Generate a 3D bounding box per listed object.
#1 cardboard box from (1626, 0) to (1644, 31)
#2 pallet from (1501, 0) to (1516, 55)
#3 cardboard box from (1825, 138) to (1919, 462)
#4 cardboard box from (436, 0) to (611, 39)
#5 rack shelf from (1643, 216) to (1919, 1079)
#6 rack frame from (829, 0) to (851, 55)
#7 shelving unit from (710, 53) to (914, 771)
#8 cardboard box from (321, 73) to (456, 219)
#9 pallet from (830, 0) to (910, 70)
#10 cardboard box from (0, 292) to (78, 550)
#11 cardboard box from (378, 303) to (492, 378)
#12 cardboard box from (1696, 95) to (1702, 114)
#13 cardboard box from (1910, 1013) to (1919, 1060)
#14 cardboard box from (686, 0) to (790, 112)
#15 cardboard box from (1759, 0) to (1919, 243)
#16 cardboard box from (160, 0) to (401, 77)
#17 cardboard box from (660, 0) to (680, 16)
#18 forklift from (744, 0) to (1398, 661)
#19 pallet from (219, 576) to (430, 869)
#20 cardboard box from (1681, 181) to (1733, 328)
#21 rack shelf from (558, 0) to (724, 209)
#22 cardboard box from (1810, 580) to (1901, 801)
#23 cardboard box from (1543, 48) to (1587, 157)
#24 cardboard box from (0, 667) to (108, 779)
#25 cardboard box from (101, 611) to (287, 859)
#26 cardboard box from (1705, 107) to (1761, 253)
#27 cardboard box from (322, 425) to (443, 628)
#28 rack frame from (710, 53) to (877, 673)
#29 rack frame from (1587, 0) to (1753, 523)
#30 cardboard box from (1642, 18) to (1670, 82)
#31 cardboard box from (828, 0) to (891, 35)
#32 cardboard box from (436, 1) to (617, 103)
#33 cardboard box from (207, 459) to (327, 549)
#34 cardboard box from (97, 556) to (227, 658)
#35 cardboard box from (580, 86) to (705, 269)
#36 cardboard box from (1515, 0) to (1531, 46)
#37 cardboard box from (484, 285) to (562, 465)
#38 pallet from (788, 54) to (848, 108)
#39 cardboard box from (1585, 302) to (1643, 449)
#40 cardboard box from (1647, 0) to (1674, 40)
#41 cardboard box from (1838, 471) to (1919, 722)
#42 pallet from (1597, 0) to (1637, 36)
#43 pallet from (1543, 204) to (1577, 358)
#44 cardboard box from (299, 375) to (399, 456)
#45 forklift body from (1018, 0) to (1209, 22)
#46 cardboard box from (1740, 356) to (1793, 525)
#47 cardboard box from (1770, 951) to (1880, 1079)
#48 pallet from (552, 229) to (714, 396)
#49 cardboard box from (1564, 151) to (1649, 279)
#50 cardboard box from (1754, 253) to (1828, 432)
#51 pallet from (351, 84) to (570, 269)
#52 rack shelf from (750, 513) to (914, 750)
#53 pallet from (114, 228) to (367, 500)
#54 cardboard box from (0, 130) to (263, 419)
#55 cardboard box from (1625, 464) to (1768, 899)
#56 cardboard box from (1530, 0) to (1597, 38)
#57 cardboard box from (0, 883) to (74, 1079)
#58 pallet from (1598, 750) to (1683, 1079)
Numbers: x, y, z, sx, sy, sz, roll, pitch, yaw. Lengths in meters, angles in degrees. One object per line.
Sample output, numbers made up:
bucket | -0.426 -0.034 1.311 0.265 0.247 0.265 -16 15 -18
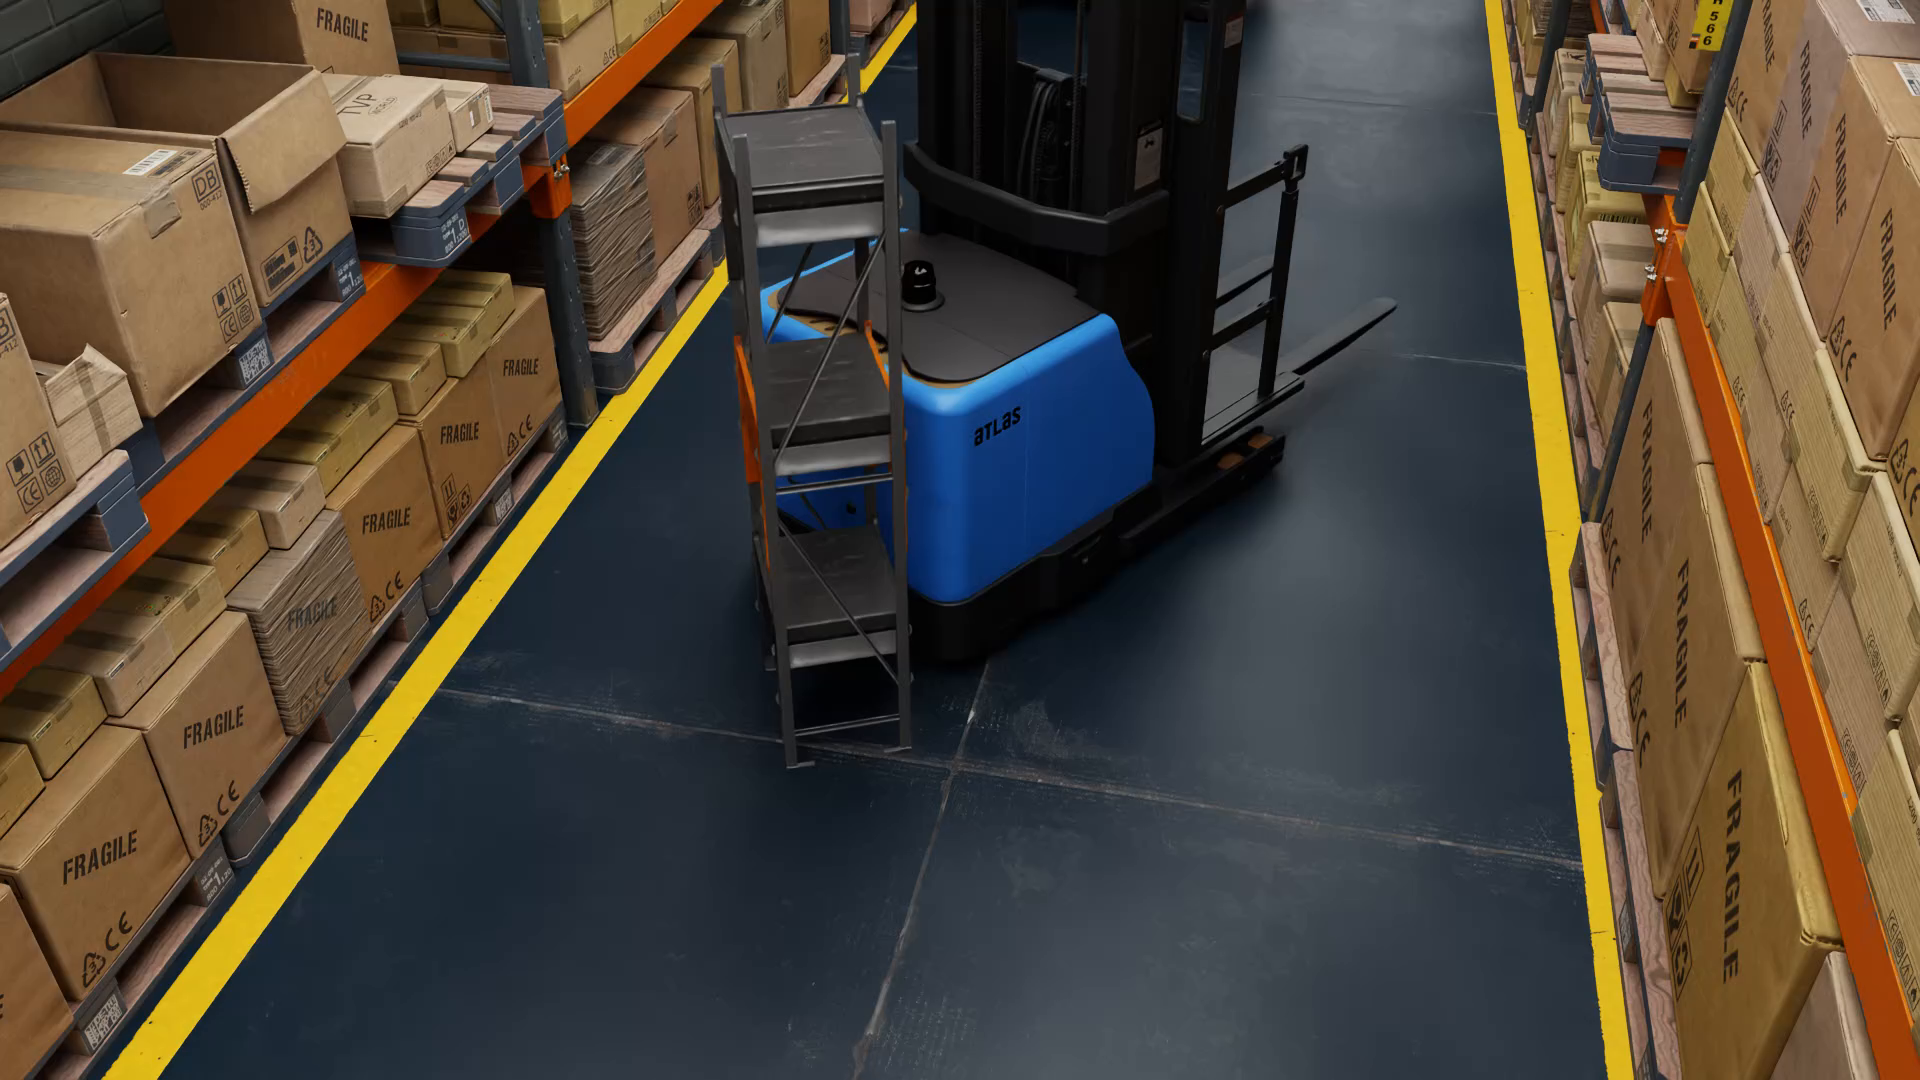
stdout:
cardboard box | 2.781 -2.050 6.379 0.380 0.149 0.250 8 37 11
pallet | 4.059 -3.404 10.767 1.003 0.211 1.213 7 37 10
cardboard box | 2.160 -0.473 3.409 0.500 0.500 0.500 8 37 11
cardboard box | -1.655 -2.131 6.336 0.500 0.250 0.500 7 37 10
rack shelf | 2.410 0.289 3.908 1.077 0.370 4.000 7 37 10
rack frame | -1.158 -4.062 9.299 1.000 3.000 0.127 7 37 10
shelving unit | -0.409 -0.293 4.864 0.431 2.100 0.503 -8 37 -11
cardboard box | -1.922 -1.233 5.165 0.500 0.250 0.500 6 36 8
pallet | -0.948 -3.384 10.739 1.003 0.211 1.213 7 37 10
cardboard box | -2.435 -0.232 3.571 0.700 0.500 0.500 8 37 10
cardboard box | -1.899 -0.714 5.899 0.380 0.149 0.250 6 36 8
cardboard box | 2.677 -1.435 5.529 0.380 0.149 0.250 9 37 12
cardboard box | 1.832 0.916 2.557 0.500 0.250 0.500 6 36 9
cardboard box | -1.432 -2.526 8.845 0.875 0.625 0.625 7 37 9
cardboard box | 2.396 -1.056 4.214 0.500 0.500 0.500 7 37 10
cardboard box | -2.275 -1.704 5.602 0.500 0.500 0.500 9 37 12
cardboard box | -1.464 -2.516 7.293 0.500 0.250 0.500 6 36 8
forklift | 0.640 -1.549 5.889 1.130 2.935 3.031 29 45 34
pallet | -2.472 0.481 5.407 1.003 0.211 1.213 7 37 10
cardboard box | 2.487 -0.839 4.979 0.500 0.250 0.500 7 36 9
rack shelf | -1.586 -2.624 7.928 1.077 0.370 4.000 7 37 10
cardboard box | 2.069 0.338 3.356 0.500 0.250 0.500 6 36 9
cardboard box | 3.582 -2.247 8.676 0.950 0.372 0.625 8 37 11
cardboard box | -2.458 0.456 4.285 0.380 0.149 0.250 7 36 9
cardboard box | -2.329 0.525 4.741 0.500 0.500 0.500 6 36 9
cardboard box | 2.488 -1.031 4.818 0.500 0.250 0.500 7 37 10
cardboard box | -2.119 -0.071 5.565 0.500 0.500 0.500 9 37 12
rack frame | -0.465 -0.432 5.056 0.400 2.100 0.015 -8 37 -11
rack frame | 2.837 -1.149 5.279 1.000 3.000 0.127 7 37 10
cardboard box | 2.674 -1.747 5.961 0.380 0.149 0.250 7 37 10
cardboard box | -0.732 -3.355 10.308 0.500 0.250 0.500 8 37 10
cardboard box | -1.679 -1.932 6.487 0.500 0.250 0.500 7 37 10
cardboard box | -2.181 -0.118 5.076 0.380 0.149 0.250 6 36 8
cardboard box | -2.313 0.175 4.672 0.380 0.149 0.250 9 37 12
cardboard box | -1.734 -1.709 7.717 0.875 0.625 0.625 8 37 11
cardboard box | 3.659 -3.178 10.064 0.500 0.250 0.500 6 36 9
cardboard box | -1.893 -0.657 6.373 0.500 0.500 0.500 8 37 11
pallet | -1.278 -2.506 9.527 1.003 0.211 1.213 7 37 10
cardboard box | 2.968 -0.577 6.372 0.950 0.372 0.625 5 36 7
cardboard box | 2.762 -2.073 5.858 0.500 0.500 0.500 7 36 9
cardboard box | 2.044 0.134 3.210 0.500 0.250 0.500 8 37 11
pallet | 3.220 -2.211 6.908 1.003 0.211 1.213 7 37 10
pallet | 3.268 -1.165 7.677 1.003 0.211 1.213 7 37 10
cardboard box | -2.099 -0.423 5.497 0.380 0.149 0.250 8 37 11
forklift body | 1.073 -4.696 10.896 2.313 2.155 1.214 7 37 10
cardboard box | 2.277 -0.242 4.156 0.500 0.250 0.500 8 37 12
cardboard box | 2.037 1.469 3.120 0.875 0.875 0.875 8 37 11
pallet | -1.799 -1.107 7.597 1.003 0.211 1.213 7 37 10
cardboard box | 3.285 -1.436 7.556 0.950 0.372 0.625 8 37 12
cardboard box | 2.258 -0.451 4.017 0.500 0.250 0.500 7 37 10
pallet | -2.089 -1.294 5.643 1.213 0.211 1.003 7 37 10
rack shelf | -0.408 0.285 5.283 0.431 0.518 0.480 -8 37 -11
pallet | -2.424 -0.576 4.652 1.003 0.211 1.213 7 37 10
cardboard box | -2.267 -0.682 4.192 0.700 0.500 0.500 7 37 10
cardboard box | 2.414 0.438 4.542 0.875 0.875 0.875 8 37 11
cardboard box | 3.556 -3.175 9.421 0.500 0.500 0.500 7 36 9
cardboard box | -2.544 1.117 3.924 0.500 0.500 0.500 9 37 12
pallet | 2.332 1.120 4.525 1.003 0.211 1.213 7 37 10
